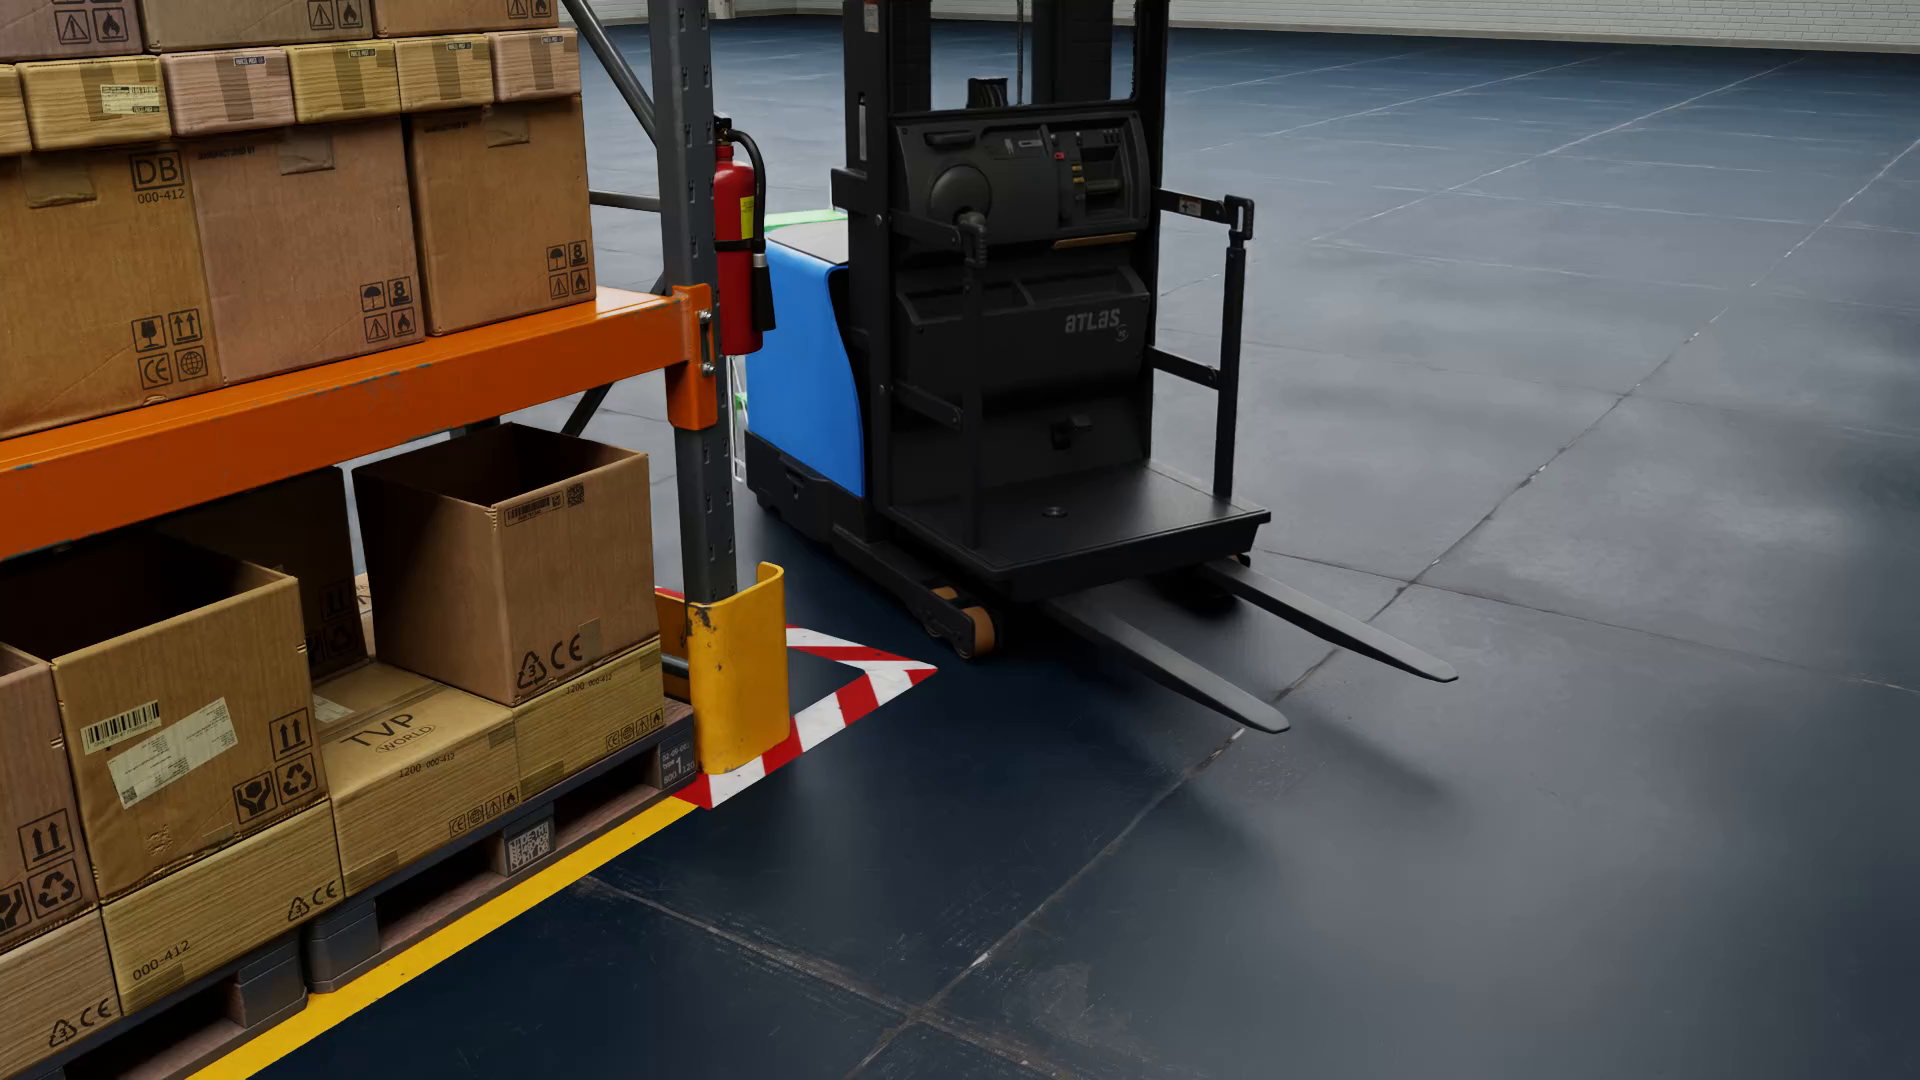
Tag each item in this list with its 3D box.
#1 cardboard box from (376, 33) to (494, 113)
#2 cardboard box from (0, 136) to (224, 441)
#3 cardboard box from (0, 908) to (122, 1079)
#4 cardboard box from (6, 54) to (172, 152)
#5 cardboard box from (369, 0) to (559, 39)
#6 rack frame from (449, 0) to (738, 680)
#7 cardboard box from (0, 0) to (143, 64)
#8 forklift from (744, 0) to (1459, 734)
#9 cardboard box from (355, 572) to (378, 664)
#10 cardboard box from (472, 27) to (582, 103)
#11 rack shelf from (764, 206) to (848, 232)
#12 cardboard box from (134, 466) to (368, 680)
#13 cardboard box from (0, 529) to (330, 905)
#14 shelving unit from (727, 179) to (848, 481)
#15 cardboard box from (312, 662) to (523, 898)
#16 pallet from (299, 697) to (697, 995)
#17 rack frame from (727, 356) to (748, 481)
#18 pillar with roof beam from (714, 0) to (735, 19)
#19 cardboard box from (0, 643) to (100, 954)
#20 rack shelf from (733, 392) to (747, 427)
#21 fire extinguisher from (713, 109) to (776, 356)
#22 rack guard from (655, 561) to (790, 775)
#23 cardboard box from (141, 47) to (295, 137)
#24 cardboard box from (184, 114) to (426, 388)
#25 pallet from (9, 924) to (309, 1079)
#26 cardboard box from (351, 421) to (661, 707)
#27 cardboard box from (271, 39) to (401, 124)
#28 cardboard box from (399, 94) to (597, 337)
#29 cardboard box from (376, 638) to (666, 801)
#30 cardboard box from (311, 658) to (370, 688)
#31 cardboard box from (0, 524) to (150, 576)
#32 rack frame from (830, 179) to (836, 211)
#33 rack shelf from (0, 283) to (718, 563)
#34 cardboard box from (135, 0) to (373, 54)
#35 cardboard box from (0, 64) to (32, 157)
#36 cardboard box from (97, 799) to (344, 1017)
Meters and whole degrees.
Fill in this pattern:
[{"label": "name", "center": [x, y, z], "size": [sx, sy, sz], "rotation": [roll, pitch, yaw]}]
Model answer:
[{"label": "cardboard box", "center": [-1.257, -1.043, 3.681], "size": [0.380, 0.149, 0.250], "rotation": [14, 24, 33]}, {"label": "cardboard box", "center": [-1.902, -0.536, 3.247], "size": [0.700, 0.500, 0.500], "rotation": [13, 24, 32]}, {"label": "cardboard box", "center": [-1.944, 0.823, 3.074], "size": [0.500, 0.250, 0.500], "rotation": [13, 24, 32]}, {"label": "cardboard box", "center": [-1.691, -0.822, 3.085], "size": [0.380, 0.149, 0.250], "rotation": [14, 25, 33]}, {"label": "cardboard box", "center": [-1.357, -1.422, 3.772], "size": [0.700, 0.500, 0.500], "rotation": [13, 24, 32]}, {"label": "rack frame", "center": [-1.054, -0.914, 4.411], "size": [1.000, 3.000, 0.127], "rotation": [13, 24, 32]}, {"label": "cardboard box", "center": [-1.931, -1.126, 2.970], "size": [0.700, 0.500, 0.500], "rotation": [13, 24, 32]}, {"label": "forklift", "center": [0.328, -1.181, 5.233], "size": [1.130, 2.935, 3.031], "rotation": [-12, 23, -28]}, {"label": "cardboard box", "center": [-1.540, 0.289, 4.517], "size": [0.500, 0.250, 0.500], "rotation": [13, 24, 32]}, {"label": "cardboard box", "center": [-1.111, -1.118, 3.885], "size": [0.380, 0.149, 0.250], "rotation": [13, 24, 31]}, {"label": "rack shelf", "center": [-0.673, -1.223, 6.642], "size": [0.480, 0.148, 0.258], "rotation": [-12, 23, -29]}, {"label": "cardboard box", "center": [-1.819, 0.082, 3.998], "size": [0.500, 0.500, 0.500], "rotation": [13, 24, 32]}, {"label": "cardboard box", "center": [-1.659, 0.329, 3.329], "size": [0.500, 0.500, 0.500], "rotation": [13, 24, 32]}, {"label": "shelving unit", "center": [-0.673, -0.833, 6.786], "size": [0.503, 1.200, 0.258], "rotation": [-12, 23, -29]}, {"label": "cardboard box", "center": [-1.382, 0.536, 3.850], "size": [0.500, 0.250, 0.500], "rotation": [13, 24, 32]}, {"label": "pallet", "center": [-1.449, 0.622, 4.280], "size": [1.003, 0.211, 1.213], "rotation": [13, 24, 32]}, {"label": "rack frame", "center": [-0.882, -0.789, 6.669], "size": [0.015, 1.200, 0.240], "rotation": [-12, 23, -29]}, {"label": "pillar with roof beam", "center": [-2.260, -16.304, 37.371], "size": [9.100, 9.000, 0.400], "rotation": [13, 24, 32]}, {"label": "cardboard box", "center": [-1.942, 0.472, 2.942], "size": [0.500, 0.500, 0.500], "rotation": [13, 24, 32]}, {"label": "rack shelf", "center": [-0.673, -0.548, 6.892], "size": [0.480, 0.148, 0.258], "rotation": [-12, 23, -29]}, {"label": "fire extinguisher", "center": [-0.603, -0.821, 4.272], "size": [0.296, 0.674, 0.183], "rotation": [13, 24, 32]}, {"label": "rack guard", "center": [-1.041, 0.252, 4.864], "size": [1.175, 0.500, 0.348], "rotation": [13, 24, 32]}, {"label": "cardboard box", "center": [-1.544, -0.897, 3.288], "size": [0.380, 0.149, 0.250], "rotation": [14, 24, 33]}, {"label": "cardboard box", "center": [-1.618, -0.678, 3.629], "size": [0.700, 0.500, 0.500], "rotation": [14, 24, 33]}, {"label": "pallet", "center": [-2.136, 0.970, 3.337], "size": [1.003, 0.211, 1.213], "rotation": [13, 24, 32]}, {"label": "cardboard box", "center": [-1.109, 0.039, 4.113], "size": [0.500, 0.500, 0.500], "rotation": [13, 24, 32]}, {"label": "cardboard box", "center": [-1.401, -0.969, 3.482], "size": [0.380, 0.149, 0.250], "rotation": [13, 24, 31]}, {"label": "cardboard box", "center": [-1.327, -0.829, 4.039], "size": [0.700, 0.500, 0.500], "rotation": [13, 24, 32]}, {"label": "cardboard box", "center": [-1.111, 0.390, 4.244], "size": [0.500, 0.250, 0.500], "rotation": [13, 24, 32]}, {"label": "cardboard box", "center": [-1.818, 0.434, 4.127], "size": [0.500, 0.250, 0.500], "rotation": [13, 24, 32]}, {"label": "cardboard box", "center": [-2.089, 0.228, 3.603], "size": [0.500, 0.500, 0.500], "rotation": [13, 24, 32]}, {"label": "rack frame", "center": [-0.464, -0.876, 6.904], "size": [0.015, 1.200, 0.240], "rotation": [-12, 23, -29]}, {"label": "rack shelf", "center": [-2.178, -0.002, 2.985], "size": [1.077, 0.370, 4.000], "rotation": [13, 24, 32]}, {"label": "cardboard box", "center": [-1.648, -1.270, 3.362], "size": [0.700, 0.500, 0.500], "rotation": [13, 24, 30]}, {"label": "cardboard box", "center": [-1.838, -0.746, 2.879], "size": [0.380, 0.149, 0.250], "rotation": [14, 25, 33]}, {"label": "cardboard box", "center": [-1.662, 0.680, 3.461], "size": [0.500, 0.250, 0.500], "rotation": [13, 24, 32]}]
